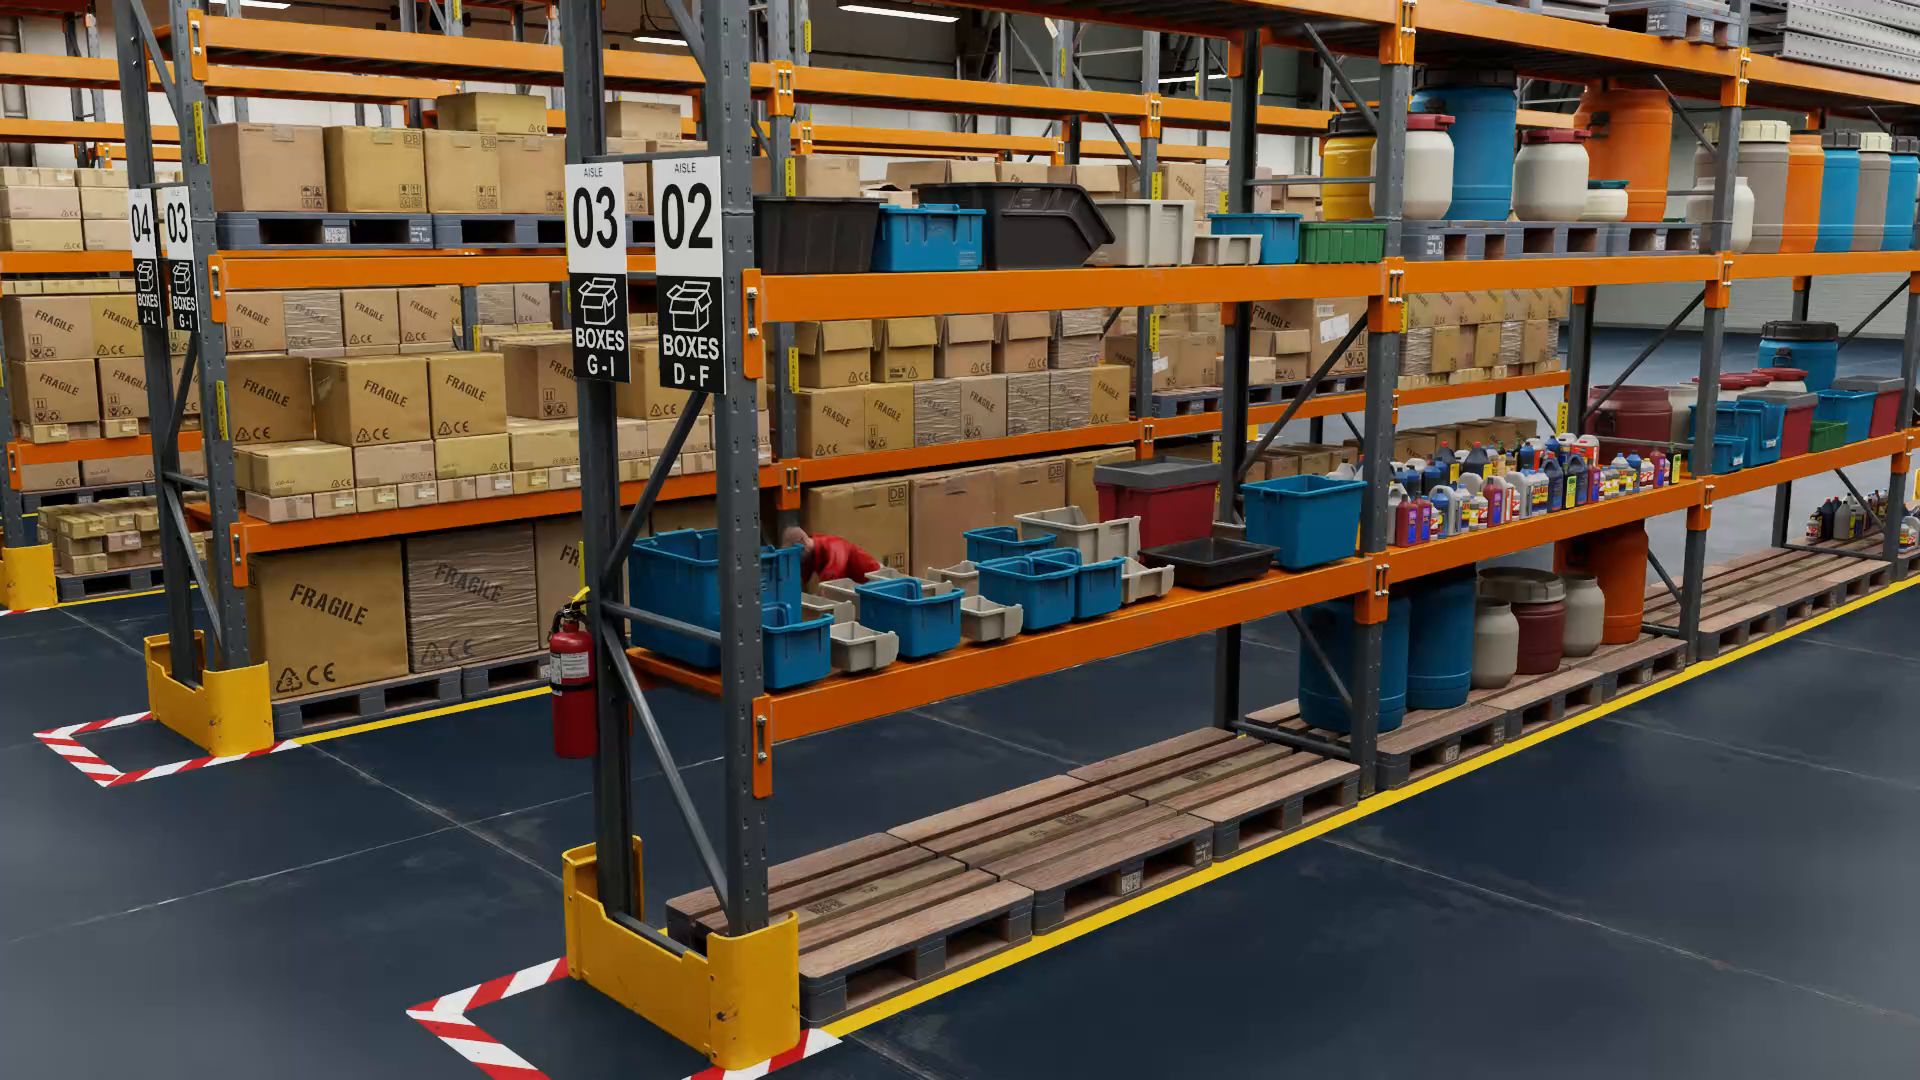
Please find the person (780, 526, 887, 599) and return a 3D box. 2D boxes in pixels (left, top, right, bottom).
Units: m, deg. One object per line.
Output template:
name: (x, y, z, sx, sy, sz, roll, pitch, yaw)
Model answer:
person: (-0.838, 0.385, 11.301, 0.860, 1.036, 0.572, -5, 12, -27)
